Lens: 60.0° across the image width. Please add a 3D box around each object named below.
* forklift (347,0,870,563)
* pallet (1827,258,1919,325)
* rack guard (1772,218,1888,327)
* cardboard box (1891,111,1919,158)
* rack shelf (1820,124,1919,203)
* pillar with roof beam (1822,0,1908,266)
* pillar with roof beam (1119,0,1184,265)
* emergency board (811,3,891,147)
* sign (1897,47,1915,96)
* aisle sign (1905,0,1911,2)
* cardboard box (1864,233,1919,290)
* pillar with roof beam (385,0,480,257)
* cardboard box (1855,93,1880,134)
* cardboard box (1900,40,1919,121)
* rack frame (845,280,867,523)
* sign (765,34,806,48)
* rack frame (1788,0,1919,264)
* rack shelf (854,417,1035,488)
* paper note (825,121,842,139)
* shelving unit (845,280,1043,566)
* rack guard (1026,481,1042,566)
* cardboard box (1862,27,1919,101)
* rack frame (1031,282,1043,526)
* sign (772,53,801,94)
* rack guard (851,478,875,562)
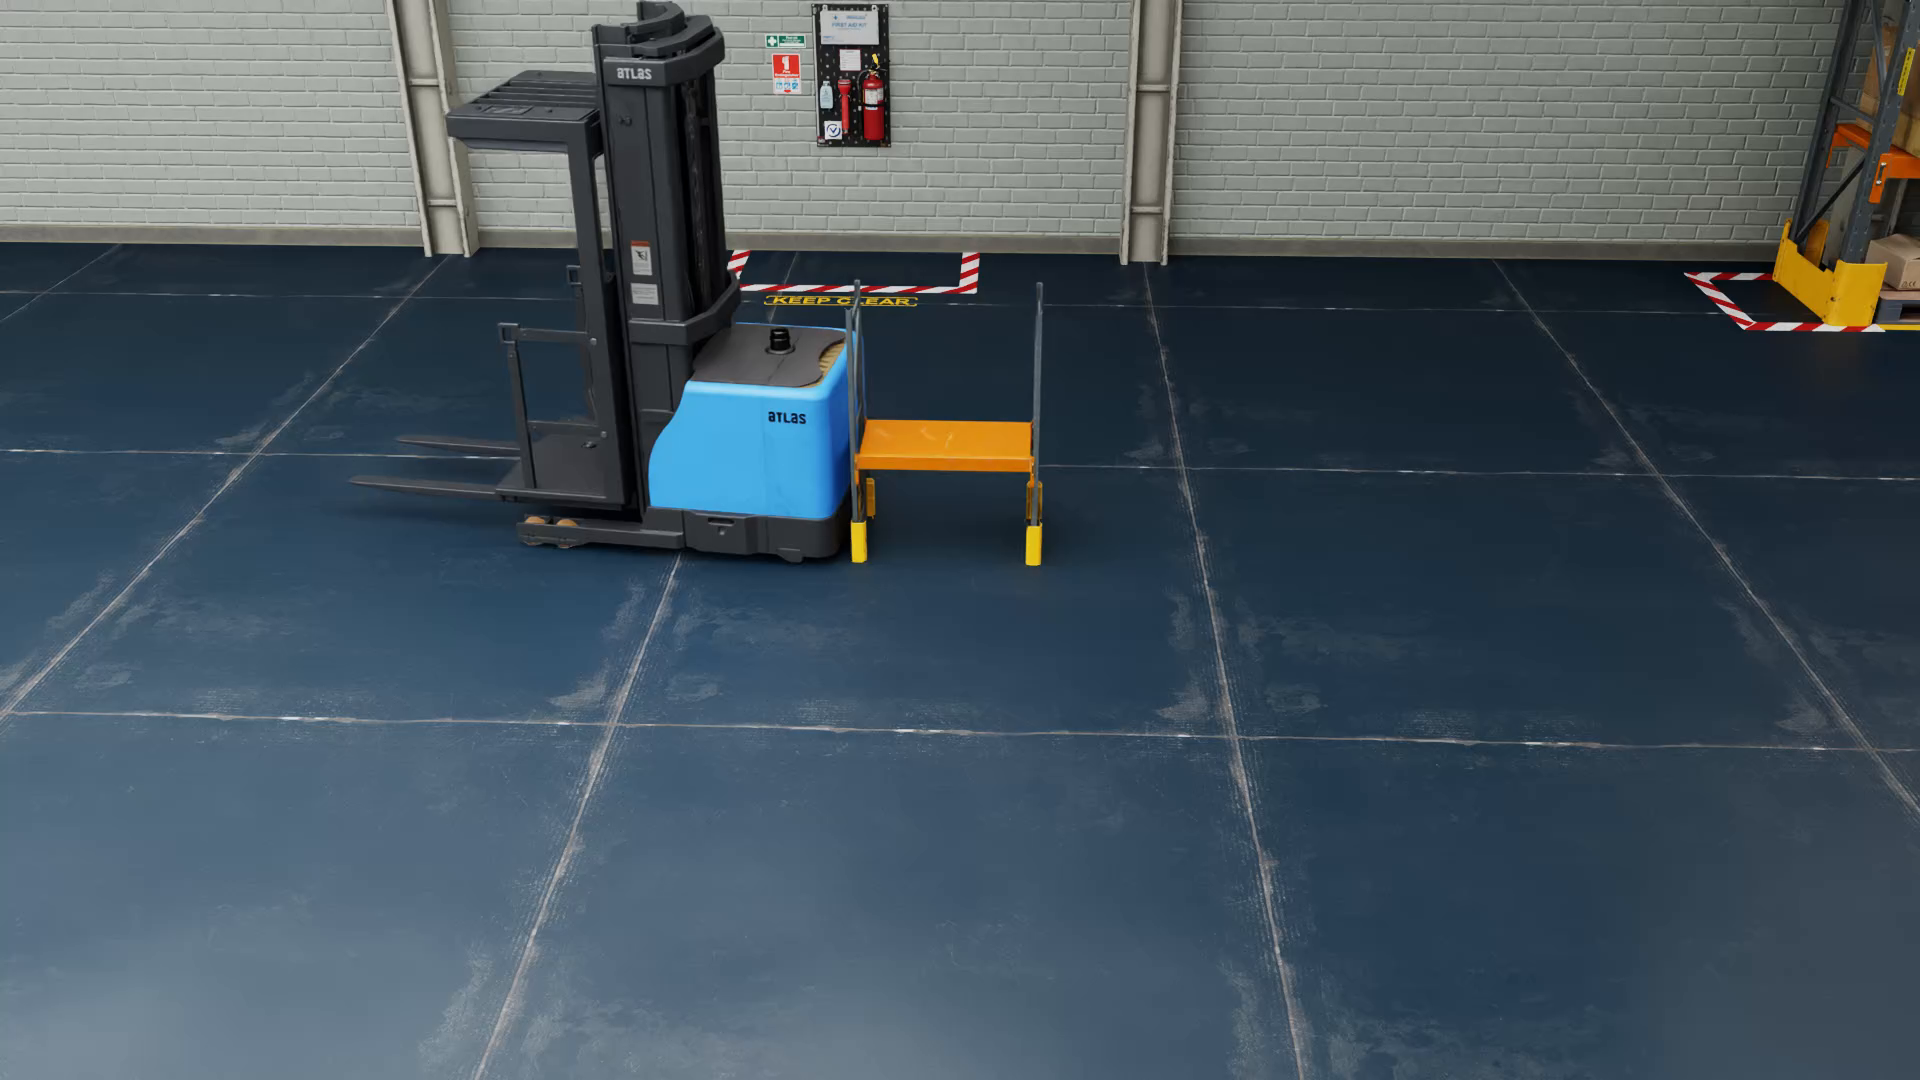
[{"bbox_3d":[-2.118,-1.484,9.419,3.031,2.935,1.130,5,28,9],"label":"forklift"},{"bbox_3d":[7.729,-1.989,13.276,1.213,0.211,1.003,1,28,2],"label":"pallet"},{"bbox_3d":[6.918,-2.146,13.265,0.348,0.500,1.175,1,28,2],"label":"rack guard"},{"bbox_3d":[7.319,-3.038,12.417,0.500,0.250,0.500,0,28,0],"label":"cardboard box"},{"bbox_3d":[8.841,-2.901,12.788,4.000,0.370,1.077,1,28,2],"label":"rack shelf"},{"bbox_3d":[7.421,-4.281,8.217,0.400,9.000,9.100,1,28,2],"label":"pillar with roof beam"},{"bbox_3d":[1.424,-4.380,8.404,0.400,9.000,9.100,1,28,2],"label":"pillar with roof beam"},{"bbox_3d":[-0.892,-3.803,13.722,0.643,1.169,0.194,1,28,2],"label":"emergency board"},{"bbox_3d":[6.823,-3.380,12.000,0.005,0.325,0.100,1,28,2],"label":"sign"},{"bbox_3d":[6.760,-4.261,11.810,0.004,0.787,0.394,1,28,2],"label":"aisle sign"},{"bbox_3d":[7.531,-2.205,13.107,0.500,0.311,0.500,-2,28,-4],"label":"cardboard box"},{"bbox_3d":[-4.572,-4.479,8.592,0.400,9.000,9.100,1,28,2],"label":"pillar with roof beam"},{"bbox_3d":[7.316,-3.277,12.869,0.500,0.250,0.500,1,28,3],"label":"cardboard box"},{"bbox_3d":[7.309,-3.377,12.256,0.500,0.500,0.500,1,28,2],"label":"cardboard box"},{"bbox_3d":[-0.583,-0.673,9.419,0.032,1.500,0.500,1,28,2],"label":"rack frame"},{"bbox_3d":[-1.437,-4.106,13.689,0.331,0.109,0.001,1,28,2],"label":"sign"},{"bbox_3d":[6.842,-3.252,12.682,0.127,3.000,1.000,1,28,2],"label":"rack frame"},{"bbox_3d":[-0.076,-0.504,9.484,1.000,0.185,0.538,1,28,2],"label":"rack shelf"},{"bbox_3d":[-1.067,-3.449,13.994,0.142,0.148,0.016,1,28,2],"label":"paper note"},{"bbox_3d":[-0.067,-0.663,9.399,1.083,1.500,0.587,1,28,2],"label":"shelving unit"},{"bbox_3d":[0.431,-0.100,9.673,0.087,0.250,0.587,1,28,2],"label":"rack guard"},{"bbox_3d":[7.321,-3.617,12.710,0.500,0.500,0.500,1,28,1],"label":"cardboard box"},{"bbox_3d":[0.432,-0.653,9.380,0.032,1.500,0.500,1,28,2],"label":"rack frame"},{"bbox_3d":[-1.441,-3.876,13.821,0.234,0.329,0.001,1,28,2],"label":"sign"},{"bbox_3d":[-0.564,-0.121,9.711,0.087,0.250,0.587,1,28,2],"label":"rack guard"}]
